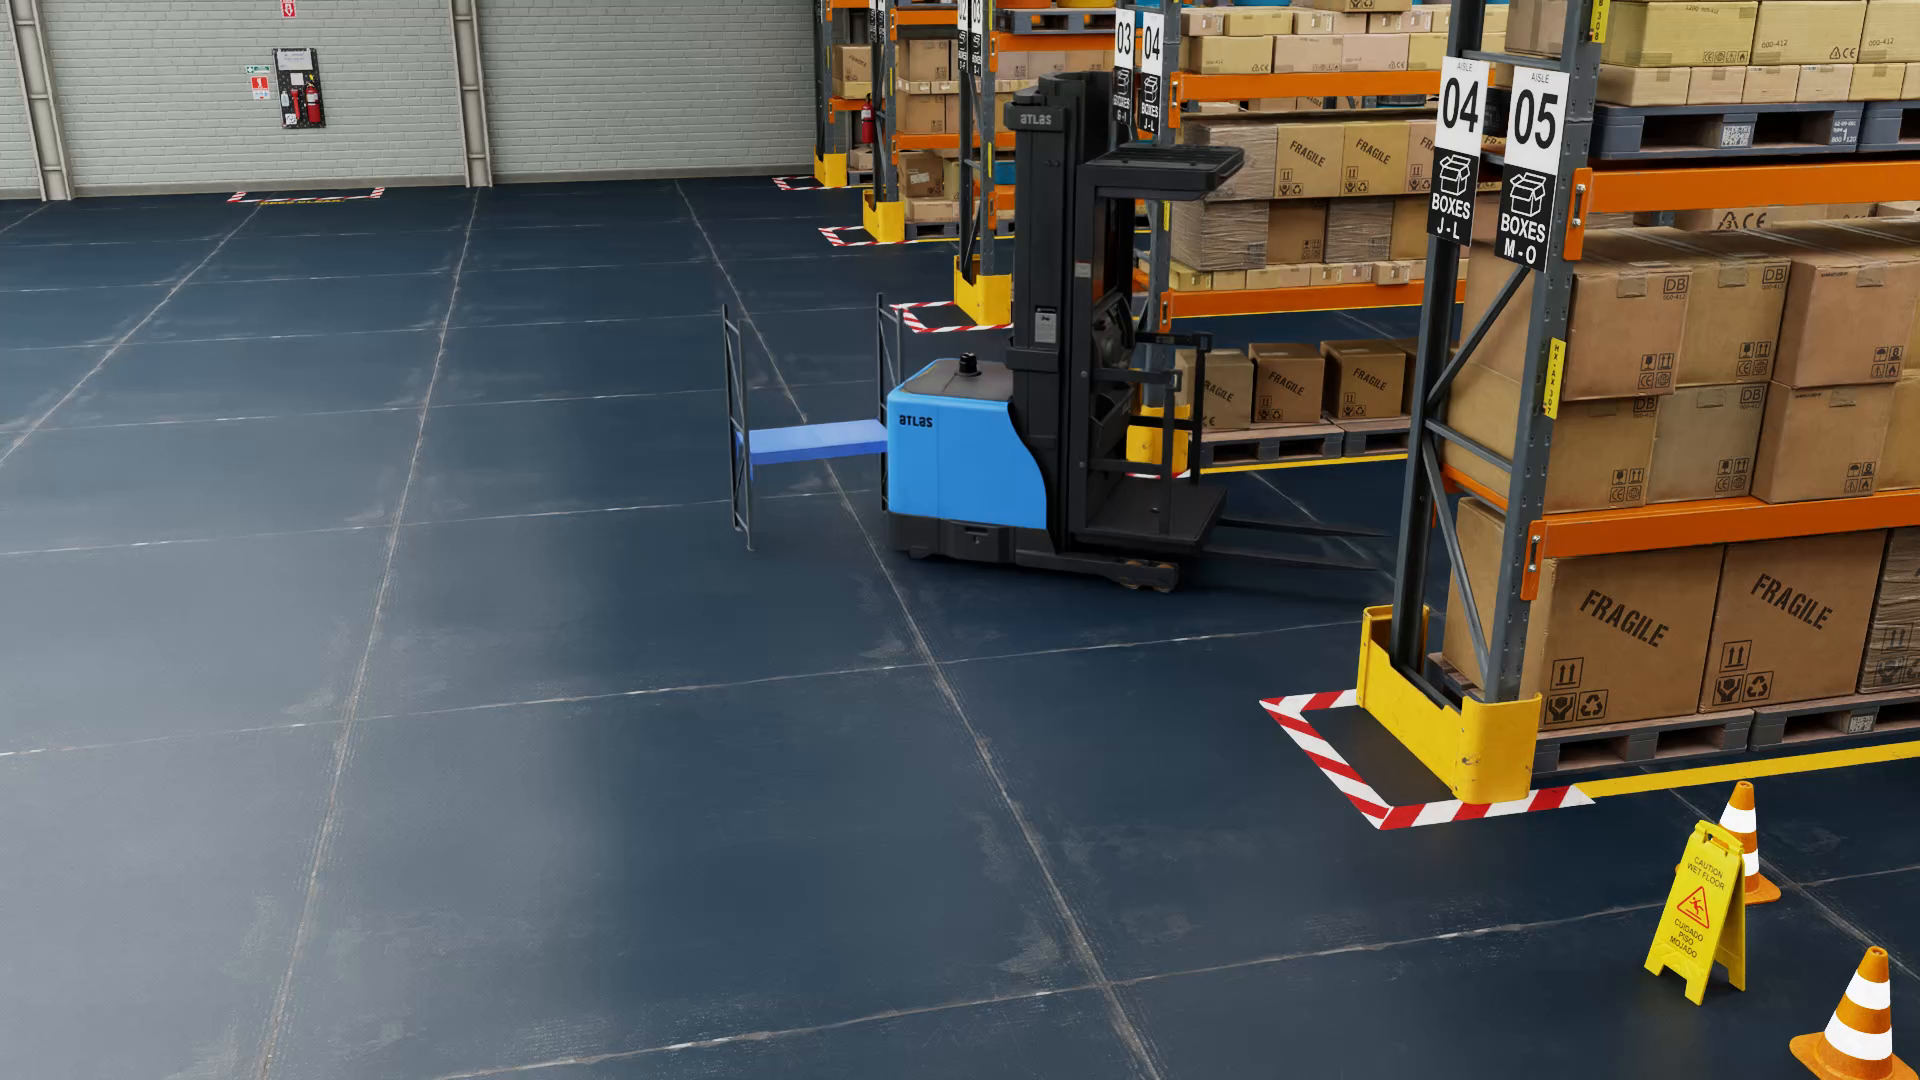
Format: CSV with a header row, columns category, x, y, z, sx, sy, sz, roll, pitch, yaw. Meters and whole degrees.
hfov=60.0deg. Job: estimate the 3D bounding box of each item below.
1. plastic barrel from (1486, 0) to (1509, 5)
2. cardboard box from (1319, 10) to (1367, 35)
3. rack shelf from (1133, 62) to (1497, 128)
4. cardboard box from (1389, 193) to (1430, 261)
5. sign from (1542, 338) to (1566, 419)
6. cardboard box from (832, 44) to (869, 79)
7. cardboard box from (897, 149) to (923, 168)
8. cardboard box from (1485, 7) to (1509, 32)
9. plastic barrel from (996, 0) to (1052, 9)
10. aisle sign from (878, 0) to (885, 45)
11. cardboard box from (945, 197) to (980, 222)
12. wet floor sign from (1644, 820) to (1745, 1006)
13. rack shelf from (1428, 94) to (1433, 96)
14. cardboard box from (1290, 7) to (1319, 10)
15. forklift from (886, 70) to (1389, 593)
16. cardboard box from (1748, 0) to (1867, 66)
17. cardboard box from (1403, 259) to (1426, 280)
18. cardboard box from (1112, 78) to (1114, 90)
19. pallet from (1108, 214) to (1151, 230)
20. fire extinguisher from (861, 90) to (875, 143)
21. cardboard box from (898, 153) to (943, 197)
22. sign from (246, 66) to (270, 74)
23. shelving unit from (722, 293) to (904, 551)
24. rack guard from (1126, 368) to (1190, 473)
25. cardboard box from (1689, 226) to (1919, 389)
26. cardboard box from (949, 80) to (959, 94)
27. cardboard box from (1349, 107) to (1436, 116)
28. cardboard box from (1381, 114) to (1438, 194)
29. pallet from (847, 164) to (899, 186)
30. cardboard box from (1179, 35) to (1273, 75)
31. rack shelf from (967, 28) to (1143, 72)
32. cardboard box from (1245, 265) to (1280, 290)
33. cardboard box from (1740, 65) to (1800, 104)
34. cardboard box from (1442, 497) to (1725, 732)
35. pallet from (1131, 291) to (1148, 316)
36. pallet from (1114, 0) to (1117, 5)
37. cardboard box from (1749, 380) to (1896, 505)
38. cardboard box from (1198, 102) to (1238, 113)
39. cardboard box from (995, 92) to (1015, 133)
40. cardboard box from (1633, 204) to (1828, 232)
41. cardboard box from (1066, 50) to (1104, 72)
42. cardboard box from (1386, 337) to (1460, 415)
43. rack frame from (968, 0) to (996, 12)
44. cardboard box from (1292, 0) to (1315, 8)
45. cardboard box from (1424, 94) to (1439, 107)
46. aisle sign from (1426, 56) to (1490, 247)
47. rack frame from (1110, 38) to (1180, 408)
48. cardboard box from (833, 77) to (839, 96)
category,x,y,z,sx,sy,sz,roll,pitch,yaw
plastic barrel,5.775,-5.917,17.517,0.708,0.901,0.600,-5,21,-12
cardboard box,2.636,-3.617,11.605,0.250,0.149,0.380,-5,21,-13
rack shelf,3.251,-3.311,12.178,4.000,0.370,1.077,-5,21,-12
cardboard box,3.291,-2.444,12.547,0.500,0.500,0.875,-5,21,-12
sign,2.469,-0.671,6.913,0.005,0.325,0.100,-5,21,-12
cardboard box,-1.705,-7.456,25.906,0.500,0.500,0.500,-5,21,-13
cardboard box,-0.866,-6.070,26.294,0.500,0.311,0.500,-3,20,-8
cardboard box,3.911,-3.736,11.930,0.250,0.149,0.380,-4,20,-10
plastic barrel,0.608,-5.628,16.223,0.708,0.830,0.600,-5,21,-12
aisle sign,-0.965,-6.511,20.450,0.004,0.787,0.394,-5,21,-12
cardboard box,0.087,-4.313,21.616,0.500,0.250,0.500,-5,21,-12
wet floor sign,2.775,1.357,6.173,0.232,0.644,0.267,-8,22,-22
rack shelf,7.616,-7.510,28.001,4.000,0.370,1.077,-5,21,-12
cardboard box,2.532,-3.779,12.048,0.250,0.149,0.380,-4,21,-12
forklift,1.111,-1.267,10.012,3.031,2.935,1.130,6,21,17
cardboard box,3.370,-2.129,6.934,0.500,0.250,0.500,-5,21,-13
cardboard box,3.331,-2.058,12.436,0.250,0.149,0.380,-5,21,-12
cardboard box,1.955,-5.912,21.504,0.250,0.149,0.380,-5,21,-13
pallet,2.137,-4.357,22.401,1.213,0.211,1.003,-5,21,-12
fire extinguisher,-1.194,-5.508,21.603,0.183,0.674,0.296,-5,21,-12
cardboard box,-0.518,-4.799,21.851,0.500,0.500,0.500,-5,21,-12
sign,-10.441,-6.997,24.733,0.331,0.109,0.001,-5,21,-12
shelving unit,-0.930,-0.771,10.739,1.048,1.500,0.538,-7,21,-18
rack guard,1.378,-0.915,12.584,0.348,0.500,1.175,-5,21,-12
cardboard box,3.807,-1.081,7.617,0.550,0.550,0.875,-5,21,-12
cardboard box,-0.041,-5.750,21.062,0.250,0.149,0.380,-5,21,-12
cardboard box,3.243,-2.982,12.562,0.500,0.500,0.500,-5,21,-12
cardboard box,3.362,-2.810,12.092,0.500,0.500,0.500,-5,21,-12
pallet,-1.243,-5.806,26.356,1.213,0.211,1.003,-5,21,-12
cardboard box,1.833,-3.372,11.516,0.500,0.250,0.500,-4,21,-11
rack shelf,2.111,-4.969,16.704,4.000,0.370,1.077,-5,21,-12
cardboard box,2.131,-1.935,12.102,0.250,0.149,0.380,-5,21,-12
cardboard box,3.246,-1.909,6.912,0.250,0.149,0.380,-5,21,-12
cardboard box,2.992,0.311,8.084,0.875,0.875,0.875,-5,21,-12
pallet,2.204,-2.610,17.634,1.213,0.211,1.003,-5,21,-12
pallet,2.097,-7.006,21.347,1.213,0.211,1.003,-5,21,-12
cardboard box,3.802,-0.582,7.825,0.550,0.550,0.875,-5,21,-12
cardboard box,3.390,-5.698,22.227,0.500,0.250,0.500,-3,20,-9
cardboard box,0.480,-5.559,21.483,0.500,0.500,0.700,-5,21,-12
cardboard box,6.002,-2.894,12.871,1.000,1.000,1.000,-5,21,-12
cardboard box,1.512,-6.254,21.495,0.500,0.500,0.700,-5,21,-12
cardboard box,3.657,-1.281,12.974,0.500,0.500,0.500,-7,21,-17
rack frame,0.164,-6.557,15.632,0.127,3.000,1.000,-5,21,-12
cardboard box,2.754,-4.119,12.034,0.500,0.500,0.500,-5,21,-12
cardboard box,6.450,-5.976,22.896,0.500,0.311,0.500,-3,20,-9
aisle sign,2.209,-1.729,7.395,0.004,0.787,0.394,-5,21,-12
rack frame,1.304,-2.082,12.138,0.127,3.000,1.000,-5,21,-12
cardboard box,-1.705,-7.097,26.017,0.500,0.250,0.500,-4,21,-12
